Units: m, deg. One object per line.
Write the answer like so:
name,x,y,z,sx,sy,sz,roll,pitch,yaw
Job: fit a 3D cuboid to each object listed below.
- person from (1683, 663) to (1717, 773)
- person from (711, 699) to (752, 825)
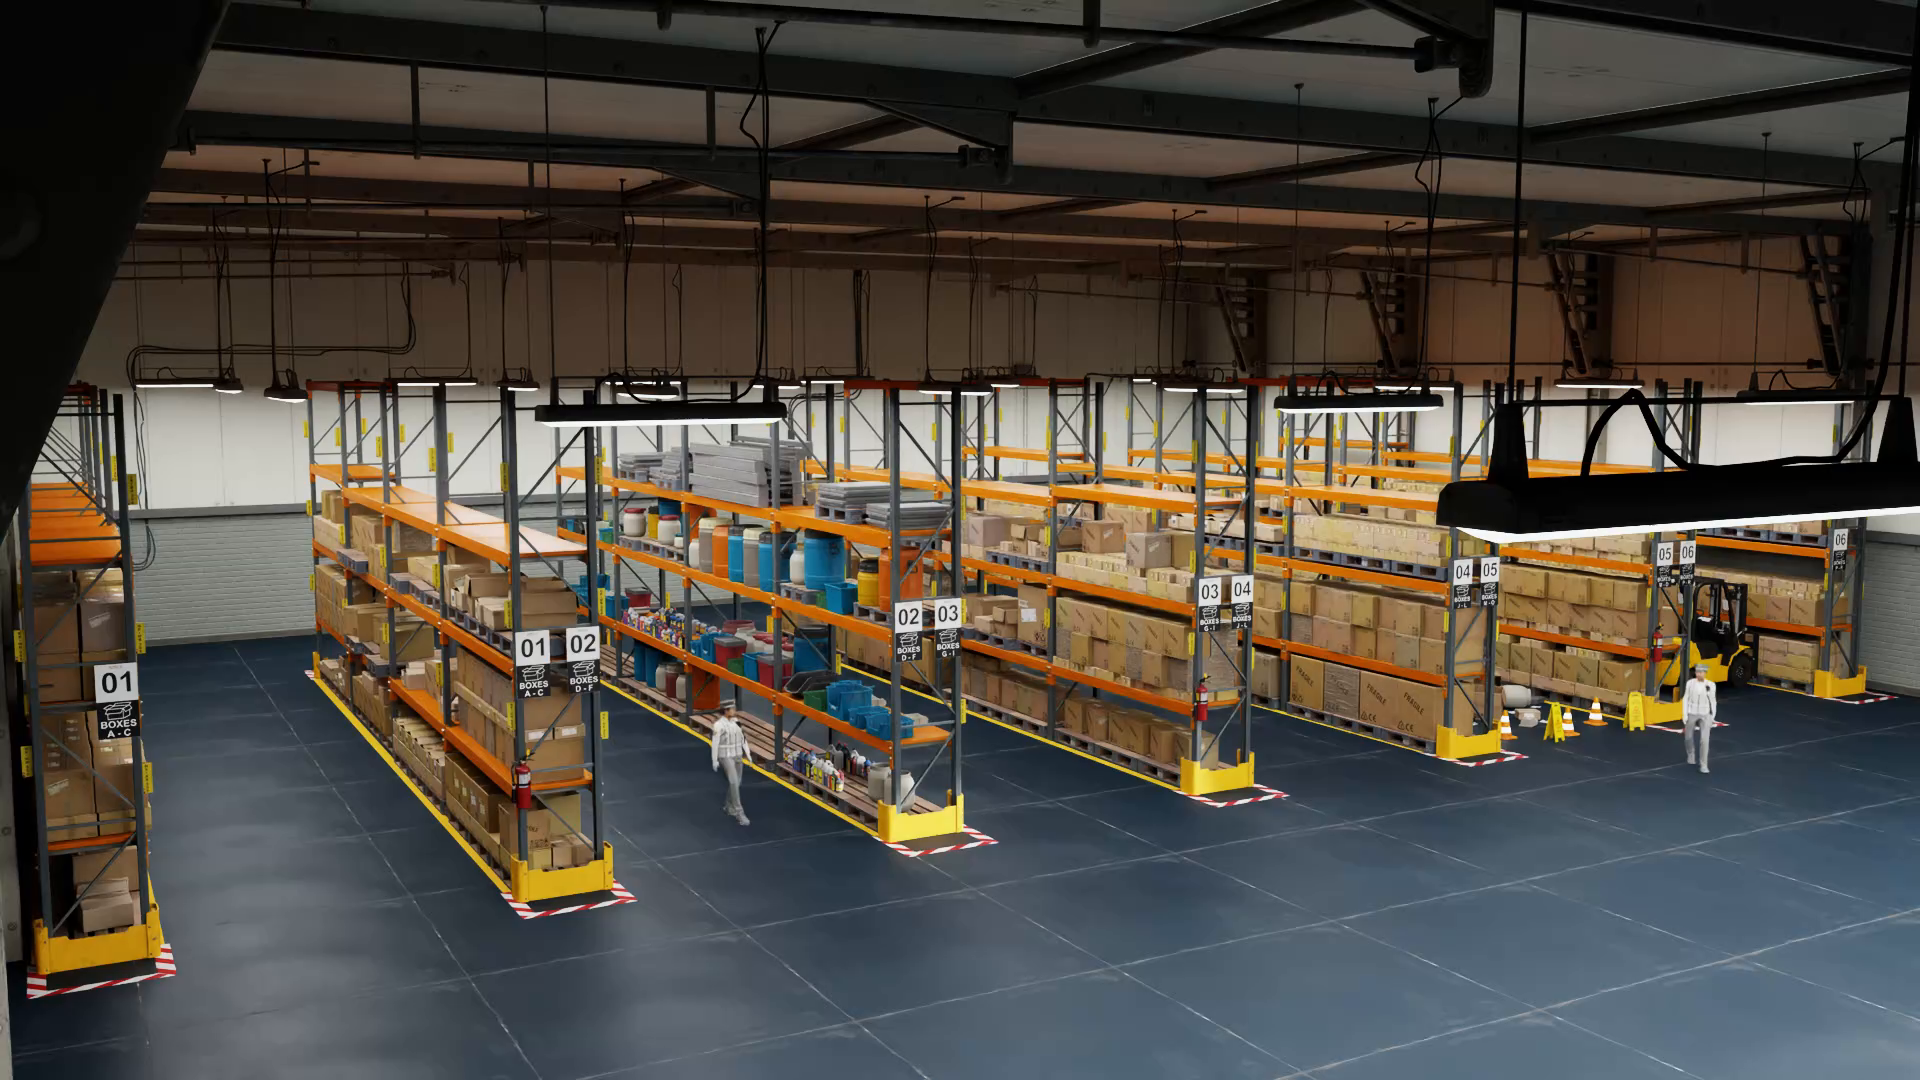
person,11.555,2.733,25.988,0.475,1.675,0.700,3,7,30
person,-3.093,3.061,23.123,0.723,1.669,0.516,5,8,38
